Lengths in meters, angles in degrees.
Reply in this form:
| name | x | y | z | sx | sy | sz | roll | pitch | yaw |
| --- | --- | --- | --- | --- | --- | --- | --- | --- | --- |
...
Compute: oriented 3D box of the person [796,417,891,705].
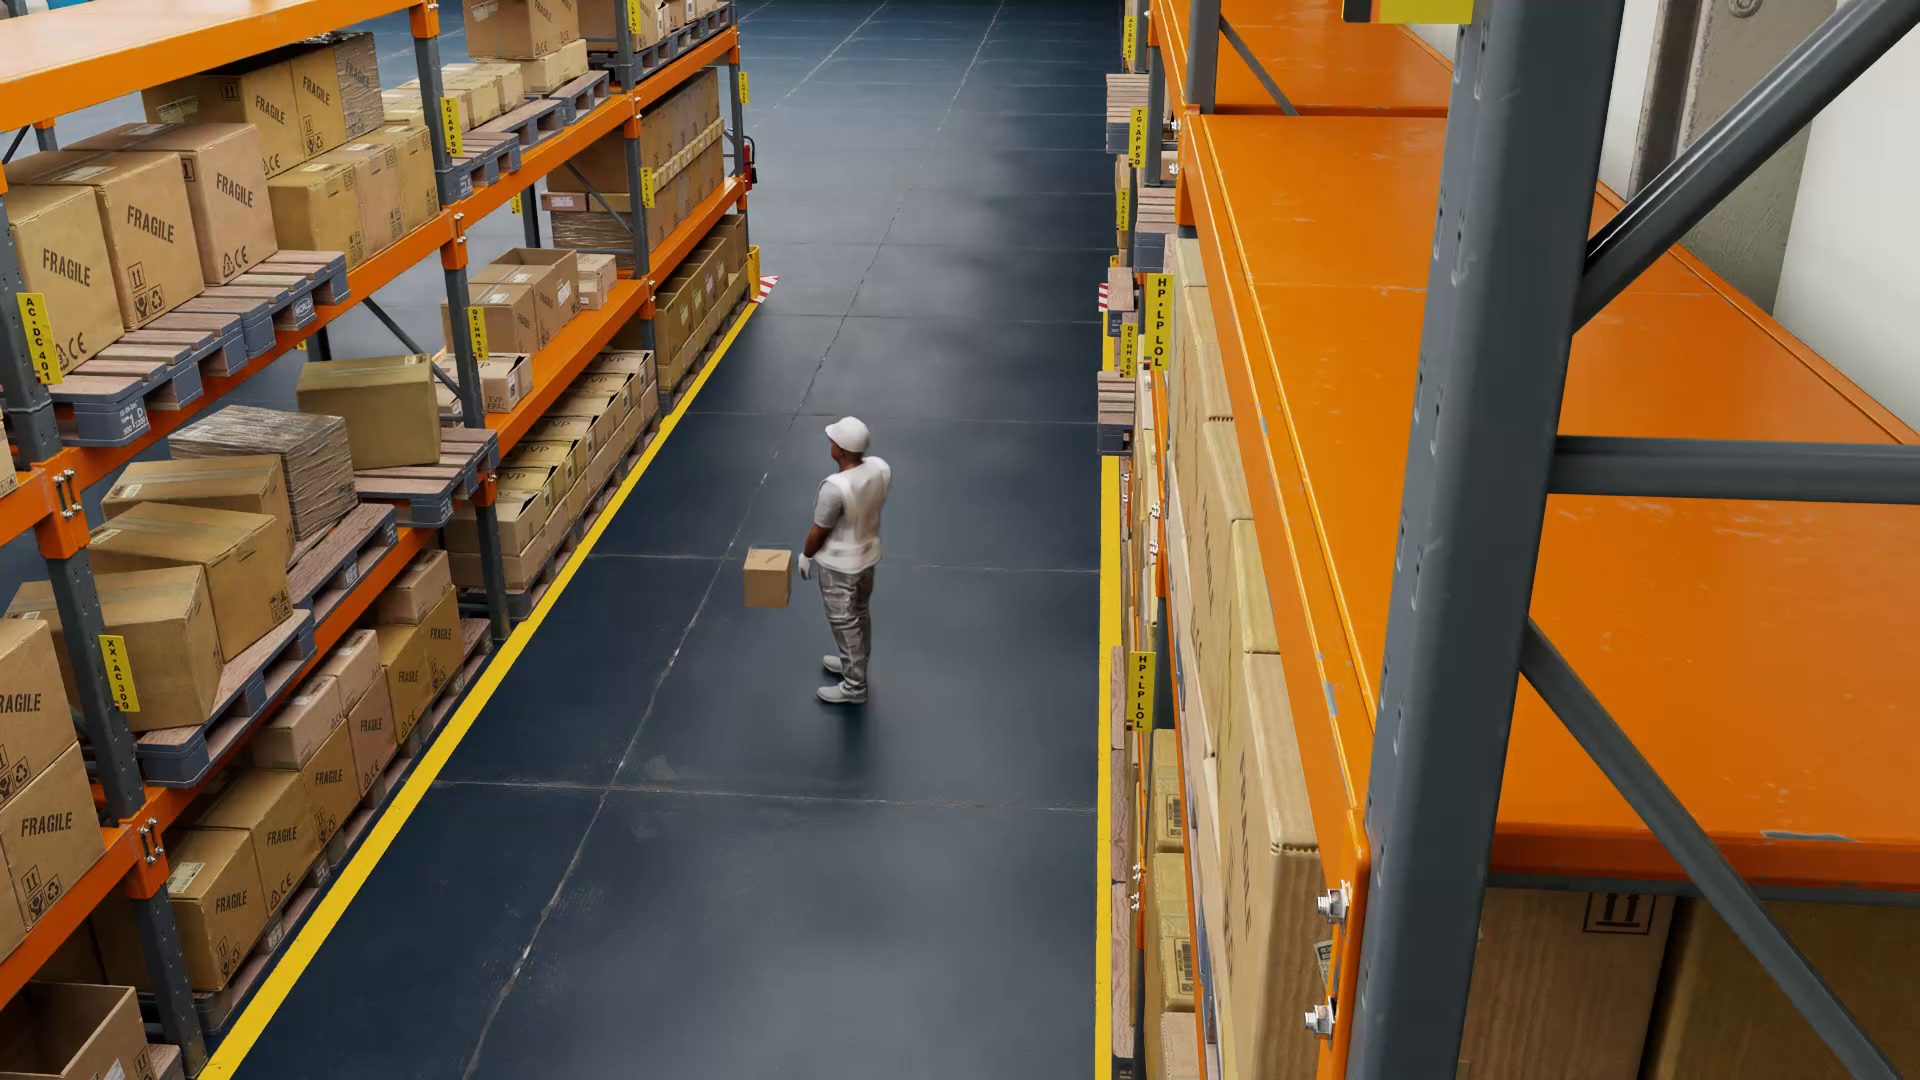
| name | x | y | z | sx | sy | sz | roll | pitch | yaw |
| --- | --- | --- | --- | --- | --- | --- | --- | --- | --- |
| person | -0.722 | 0.096 | 9.758 | 0.559 | 1.787 | 0.563 | 16 | 29 | 31 |
